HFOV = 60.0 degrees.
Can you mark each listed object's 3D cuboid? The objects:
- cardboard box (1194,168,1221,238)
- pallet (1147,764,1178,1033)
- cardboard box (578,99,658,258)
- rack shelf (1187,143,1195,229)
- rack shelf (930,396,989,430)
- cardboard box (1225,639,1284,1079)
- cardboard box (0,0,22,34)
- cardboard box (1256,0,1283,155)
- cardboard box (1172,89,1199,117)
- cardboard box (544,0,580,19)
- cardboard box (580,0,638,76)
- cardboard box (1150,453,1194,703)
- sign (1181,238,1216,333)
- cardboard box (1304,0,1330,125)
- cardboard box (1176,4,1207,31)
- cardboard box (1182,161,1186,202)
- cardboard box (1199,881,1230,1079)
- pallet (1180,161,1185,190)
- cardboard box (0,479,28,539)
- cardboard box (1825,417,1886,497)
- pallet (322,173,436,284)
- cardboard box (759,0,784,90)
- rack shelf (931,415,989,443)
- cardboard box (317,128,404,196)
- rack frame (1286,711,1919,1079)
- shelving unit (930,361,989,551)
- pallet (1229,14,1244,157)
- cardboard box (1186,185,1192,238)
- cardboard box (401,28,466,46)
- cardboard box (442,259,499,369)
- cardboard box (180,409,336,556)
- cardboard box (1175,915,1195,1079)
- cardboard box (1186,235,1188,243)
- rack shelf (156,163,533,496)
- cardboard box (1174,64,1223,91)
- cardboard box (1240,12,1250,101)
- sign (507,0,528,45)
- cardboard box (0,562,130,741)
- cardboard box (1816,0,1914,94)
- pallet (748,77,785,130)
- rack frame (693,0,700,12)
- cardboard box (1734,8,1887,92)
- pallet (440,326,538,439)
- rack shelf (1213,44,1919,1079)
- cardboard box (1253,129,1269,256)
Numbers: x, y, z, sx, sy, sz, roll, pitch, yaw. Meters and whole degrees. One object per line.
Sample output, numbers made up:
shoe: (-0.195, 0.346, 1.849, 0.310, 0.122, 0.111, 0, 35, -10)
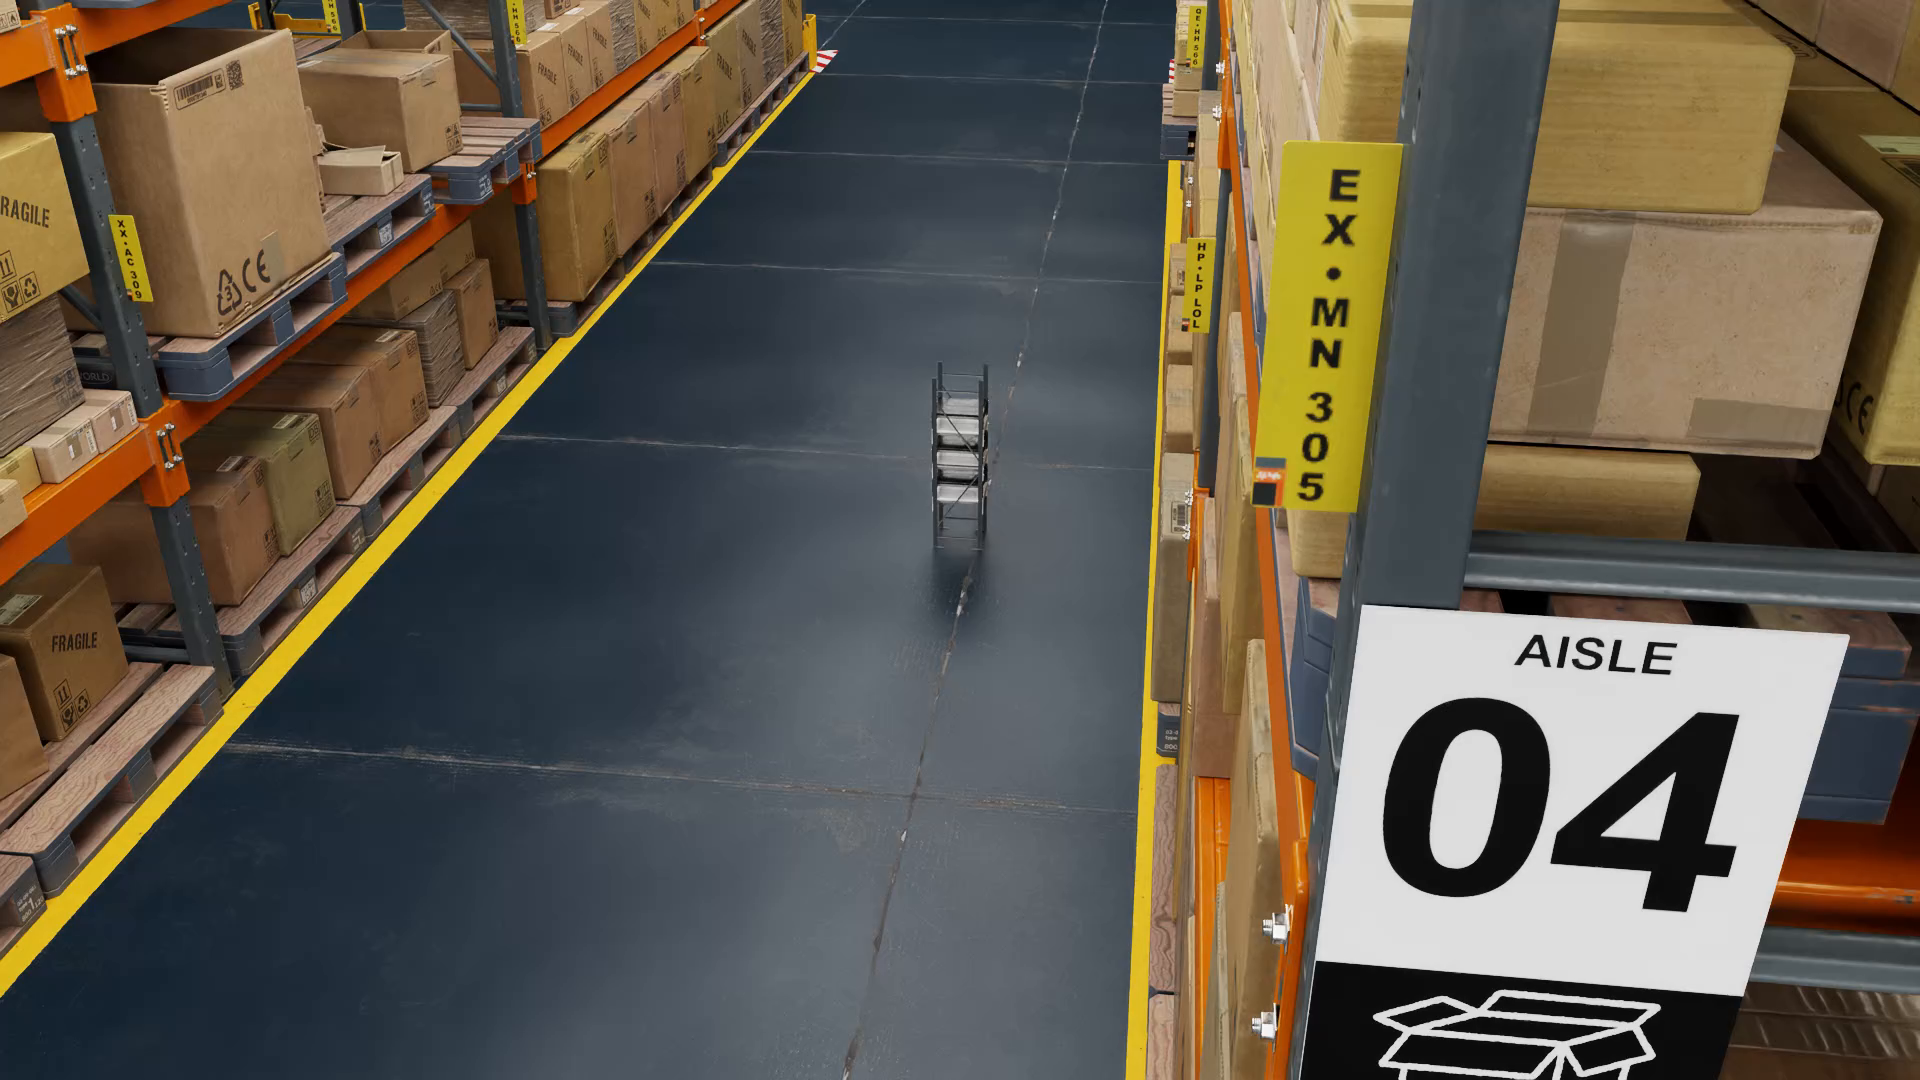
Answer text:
cardboard box: (1.316, -1.360, 7.507, 0.500, 0.500, 0.500, 3, 28, 6)
pallet: (1.163, 1.241, 5.724, 1.003, 0.211, 1.213, 3, 28, 6)
cardboard box: (-2.864, -2.551, 11.620, 1.225, 0.875, 0.875, 3, 29, 6)
rack shelf: (2.069, -2.848, 11.132, 1.077, 0.370, 4.000, 3, 28, 6)
rack shelf: (0.001, -0.608, 7.931, 0.258, 0.077, 0.200, 3, 28, 6)
cardboard box: (0.903, 0.565, 2.743, 0.875, 0.550, 0.550, 3, 28, 6)
cardboard box: (-3.373, -1.701, 5.240, 0.500, 0.250, 0.500, 4, 29, 8)
cardboard box: (0.751, -0.790, 2.687, 0.500, 0.250, 0.500, 3, 28, 6)
cardboard box: (1.428, -2.556, 9.654, 0.380, 0.149, 0.250, 4, 29, 7)
cardboard box: (-2.898, -3.694, 10.782, 0.797, 0.503, 0.637, 4, 29, 7)
cardboard box: (-2.573, -3.535, 11.544, 0.500, 0.500, 0.500, 3, 29, 6)
cardboard box: (1.320, 0.168, 6.705, 1.050, 0.750, 0.750, 3, 28, 6)
sign: (0.794, -0.842, 5.513, 0.100, 0.325, 0.005, 3, 28, 6)
cardboard box: (0.580, -0.543, 1.809, 0.380, 0.149, 0.250, 3, 29, 6)
cardboard box: (1.523, -3.184, 10.192, 0.380, 0.149, 0.250, 4, 29, 8)
cardboard box: (1.960, -2.858, 12.585, 0.500, 0.500, 0.500, 4, 29, 8)
cardboard box: (0.890, 1.039, 3.000, 0.875, 0.550, 0.550, 3, 28, 6)
pallet: (2.361, -3.196, 13.961, 1.003, 0.211, 1.213, 3, 28, 6)
cardboard box: (-3.362, -0.092, 5.522, 0.380, 0.149, 0.250, 3, 28, 6)
cardboard box: (1.234, -0.159, 1.936, 0.380, 0.149, 0.250, 4, 29, 7)
pallet: (-3.288, -1.540, 8.149, 1.003, 0.211, 1.213, 3, 28, 6)
cardboard box: (-2.217, -4.840, 15.868, 0.875, 0.875, 0.875, 3, 28, 6)
rack shelf: (0.001, -0.529, 7.974, 0.258, 0.077, 0.200, 3, 28, 6)
cardboard box: (-3.023, -1.884, 8.283, 0.396, 0.266, 0.258, 3, 28, 5)
rack frame: (0.843, 1.543, 2.224, 1.000, 3.000, 0.127, 3, 28, 6)
shelving unit: (0.001, -0.400, 8.044, 0.258, 0.900, 0.210, 3, 28, 6)
pallet: (1.223, -1.237, 4.315, 1.003, 0.211, 1.213, 3, 28, 6)
cardboard box: (1.647, -1.975, 10.155, 0.500, 0.250, 0.500, 3, 28, 5)
cardboard box: (-3.272, -2.850, 10.271, 0.500, 0.500, 0.500, 4, 29, 8)
cardboard box: (-3.149, -1.336, 9.738, 0.700, 0.500, 0.500, 2, 28, 4)
cardboard box: (-3.403, -0.280, 7.780, 0.700, 0.500, 0.500, 3, 28, 6)
cardboard box: (0.967, 1.556, 3.997, 0.875, 0.875, 0.875, 3, 28, 5)
cardboard box: (1.645, -1.632, 10.310, 0.500, 0.500, 0.500, 3, 28, 6)
rack shelf: (-3.332, -1.301, 8.260, 1.077, 0.370, 4.000, 3, 28, 6)
cardboard box: (1.432, -2.687, 9.584, 0.380, 0.149, 0.250, 4, 29, 7)
cardboard box: (0.797, -1.028, 3.549, 0.380, 0.149, 0.250, 3, 28, 6)
sign: (-2.547, -3.007, 9.531, 0.100, 0.325, 0.005, 3, 28, 6)
cardboard box: (-3.665, 0.426, 6.490, 0.500, 0.500, 0.500, 3, 28, 5)
cardboard box: (1.263, -0.624, 1.959, 0.380, 0.149, 0.250, 3, 28, 5)
pallet: (-2.279, -4.143, 15.718, 1.003, 0.211, 1.213, 3, 28, 6)
rack frame: (-2.596, -4.442, 13.332, 1.000, 3.000, 0.127, 3, 28, 6)
cardboard box: (1.218, -0.523, 2.192, 0.500, 0.250, 0.500, 3, 28, 6)
pallet: (-3.184, -0.963, 9.816, 1.003, 0.211, 1.213, 3, 28, 6)
rack shelf: (1.089, -0.403, 3.431, 1.077, 0.370, 4.000, 3, 28, 6)
cardboard box: (0.673, -0.552, 2.665, 0.380, 0.149, 0.250, 3, 28, 5)
